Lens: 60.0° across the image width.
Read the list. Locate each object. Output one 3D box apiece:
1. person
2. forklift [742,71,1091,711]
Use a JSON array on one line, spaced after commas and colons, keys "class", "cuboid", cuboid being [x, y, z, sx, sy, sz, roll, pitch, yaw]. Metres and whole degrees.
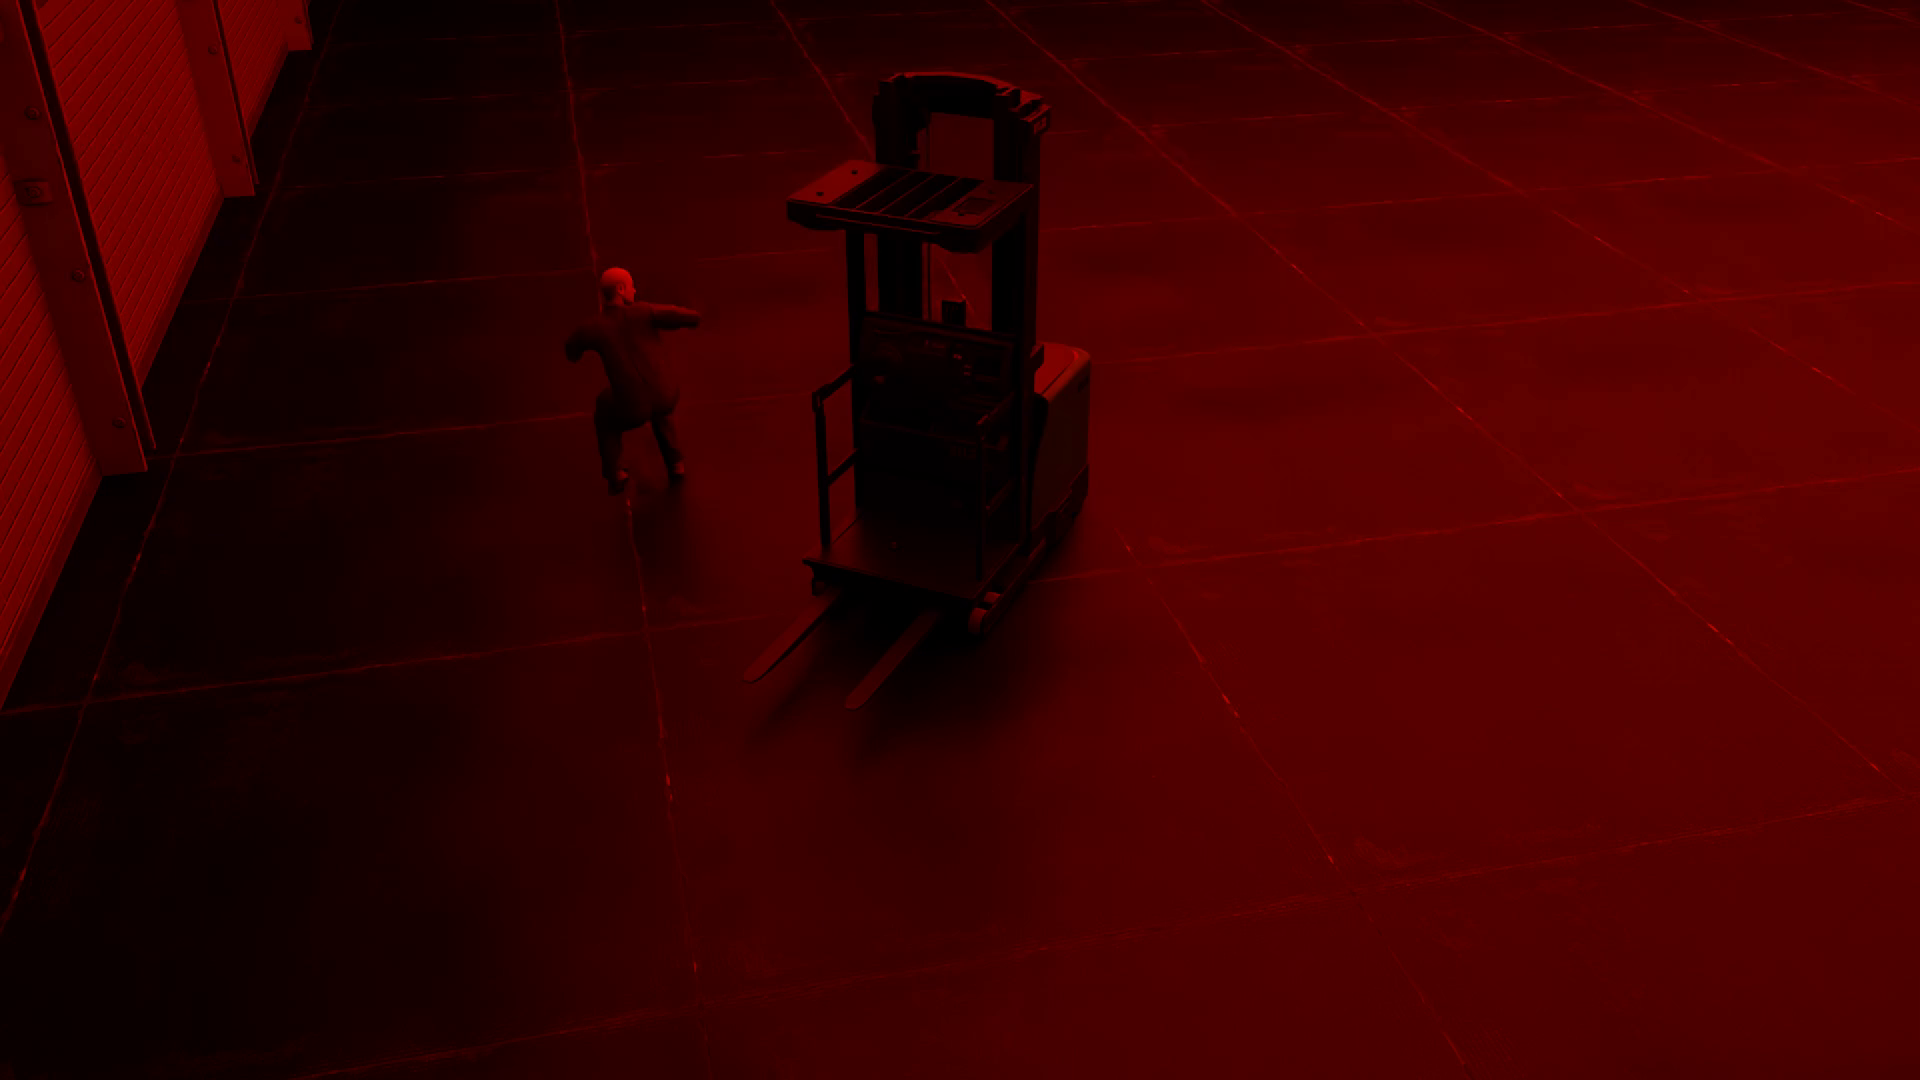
[{"class": "person", "cuboid": [-2.134, -1.089, 10.927, 0.854, 1.518, 0.948, -10, 32, -17]}, {"class": "forklift", "cuboid": [-0.227, -0.959, 9.231, 1.130, 2.935, 3.031, 13, 32, 21]}]
